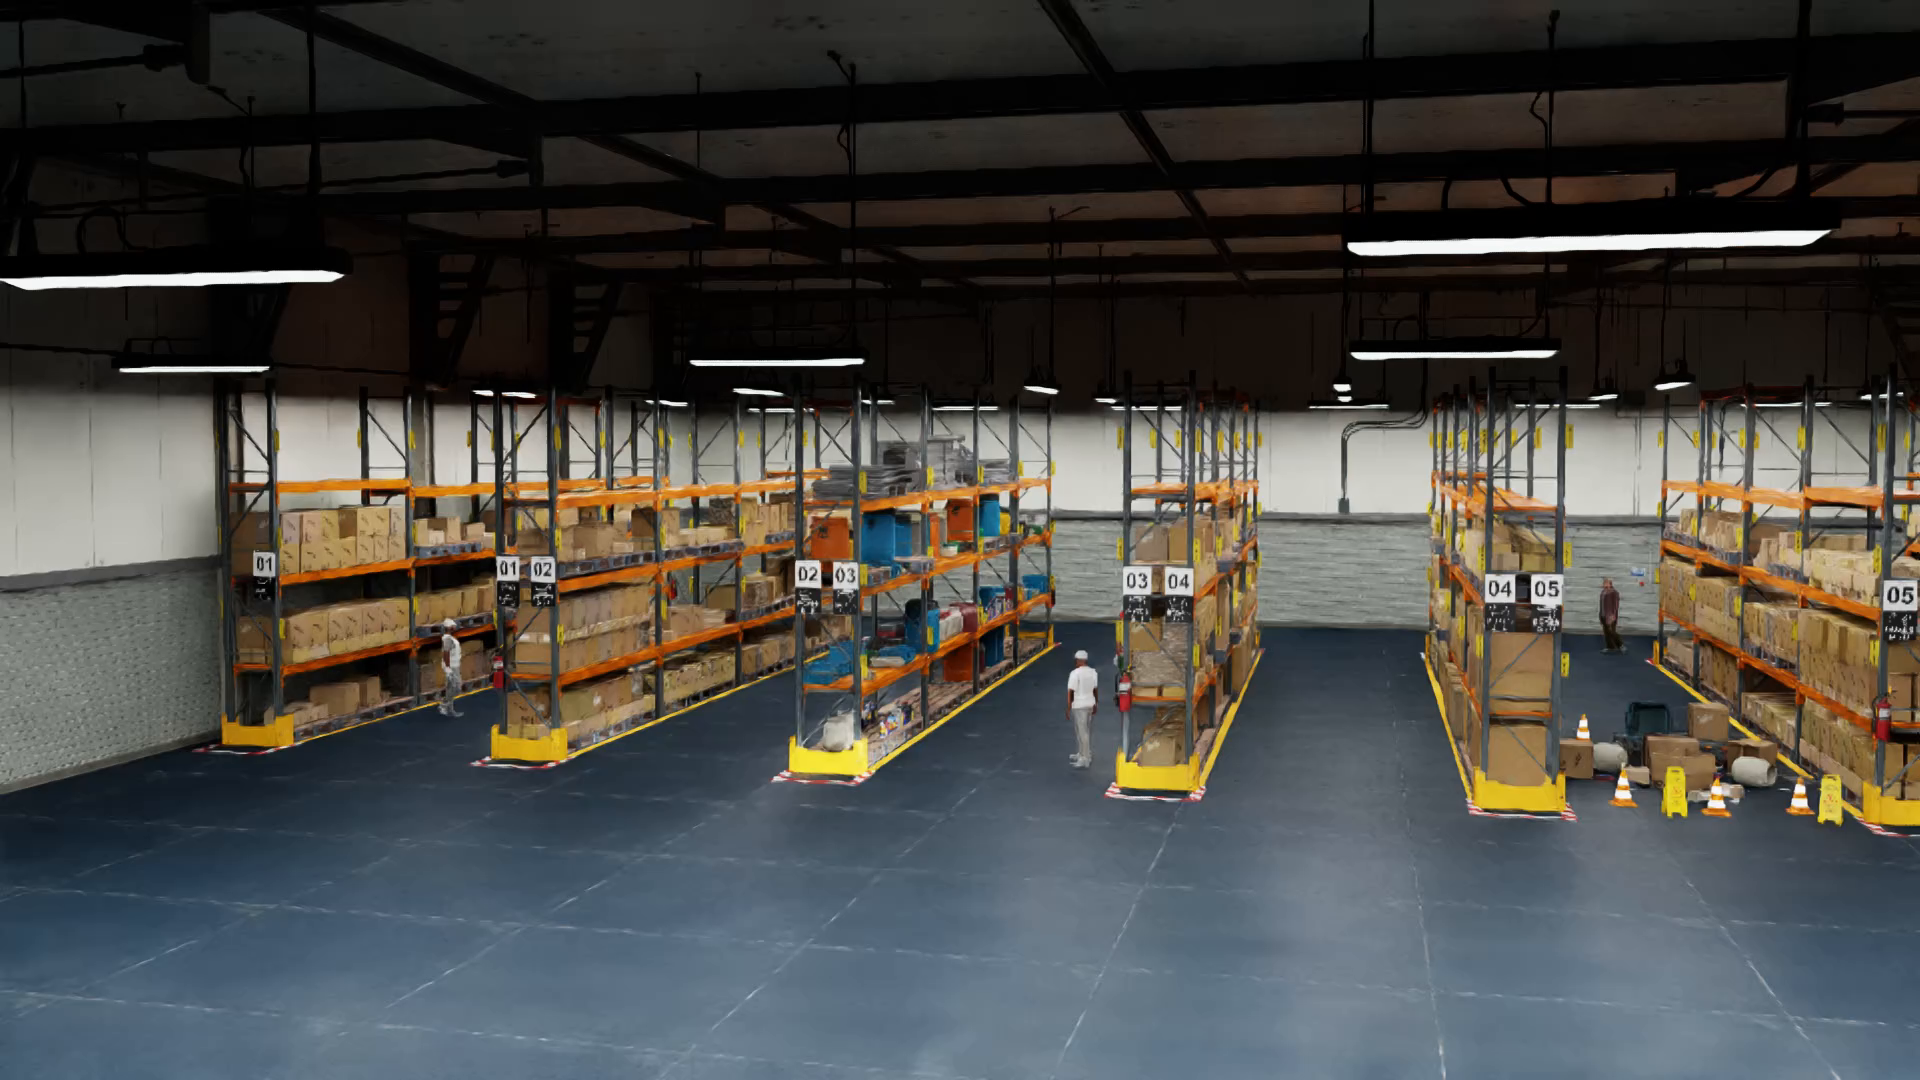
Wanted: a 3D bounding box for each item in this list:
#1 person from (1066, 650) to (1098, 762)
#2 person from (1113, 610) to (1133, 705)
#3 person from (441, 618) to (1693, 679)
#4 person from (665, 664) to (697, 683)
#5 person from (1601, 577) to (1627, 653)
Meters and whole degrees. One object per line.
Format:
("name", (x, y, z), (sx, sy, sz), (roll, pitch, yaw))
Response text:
("person", (1.918, 2.536, 25.604), (0.420, 1.700, 0.673), (3, 5, 41))
("person", (3.114, 2.201, 31.563), (0.580, 1.784, 0.666), (2, 4, 34))
("person", (5.031, 1.886, 37.227), (31.352, 1.783, 8.060), (-1, 4, -13))
("person", (4.359, 2.343, 26.227), (22.196, 1.266, 5.008), (3, 4, 40))
("person", (15.314, 1.765, 39.000), (0.483, 1.770, 0.731), (-1, 4, -18))
